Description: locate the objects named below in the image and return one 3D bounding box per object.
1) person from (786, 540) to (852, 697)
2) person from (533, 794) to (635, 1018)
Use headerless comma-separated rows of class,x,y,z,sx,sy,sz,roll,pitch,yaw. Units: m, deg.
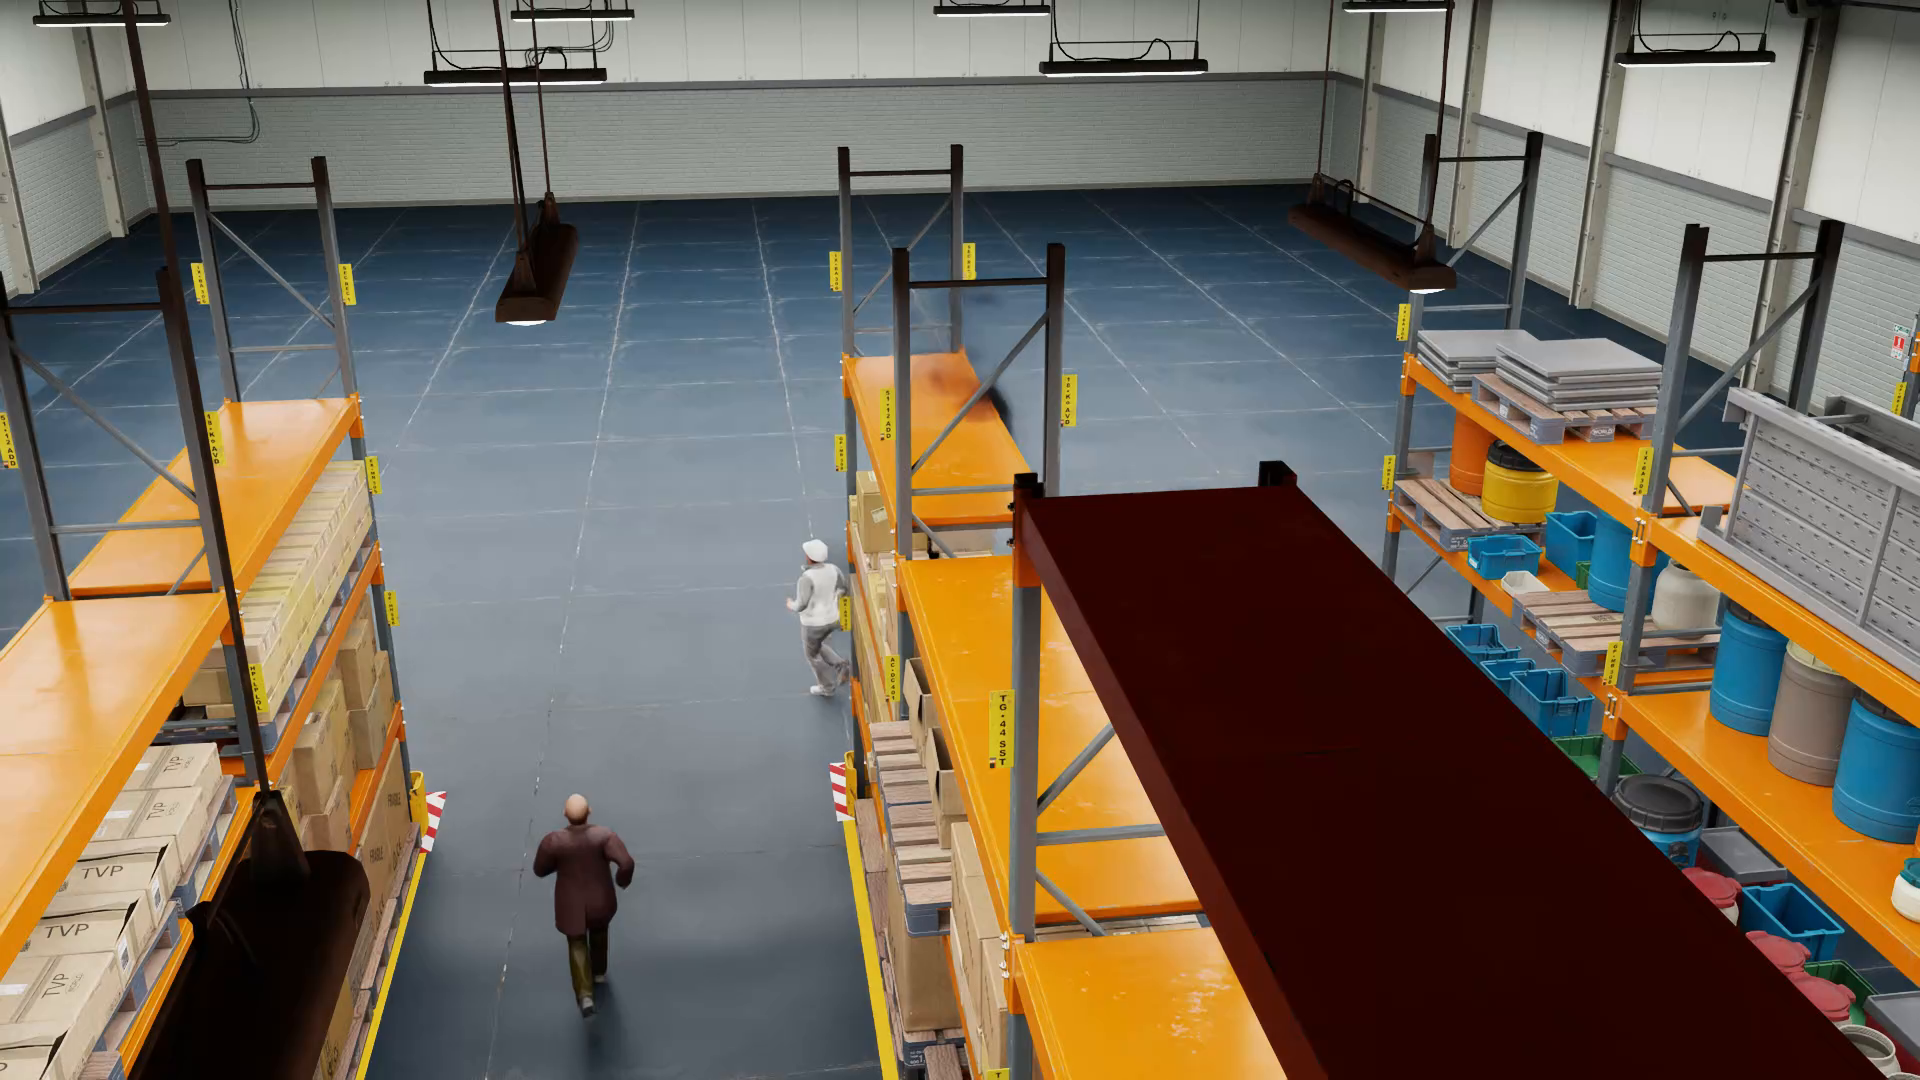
person,-1.487,0.814,17.244,0.610,1.744,0.652,15,26,33
person,-2.786,2.682,12.410,0.728,1.761,1.034,-6,22,-14
